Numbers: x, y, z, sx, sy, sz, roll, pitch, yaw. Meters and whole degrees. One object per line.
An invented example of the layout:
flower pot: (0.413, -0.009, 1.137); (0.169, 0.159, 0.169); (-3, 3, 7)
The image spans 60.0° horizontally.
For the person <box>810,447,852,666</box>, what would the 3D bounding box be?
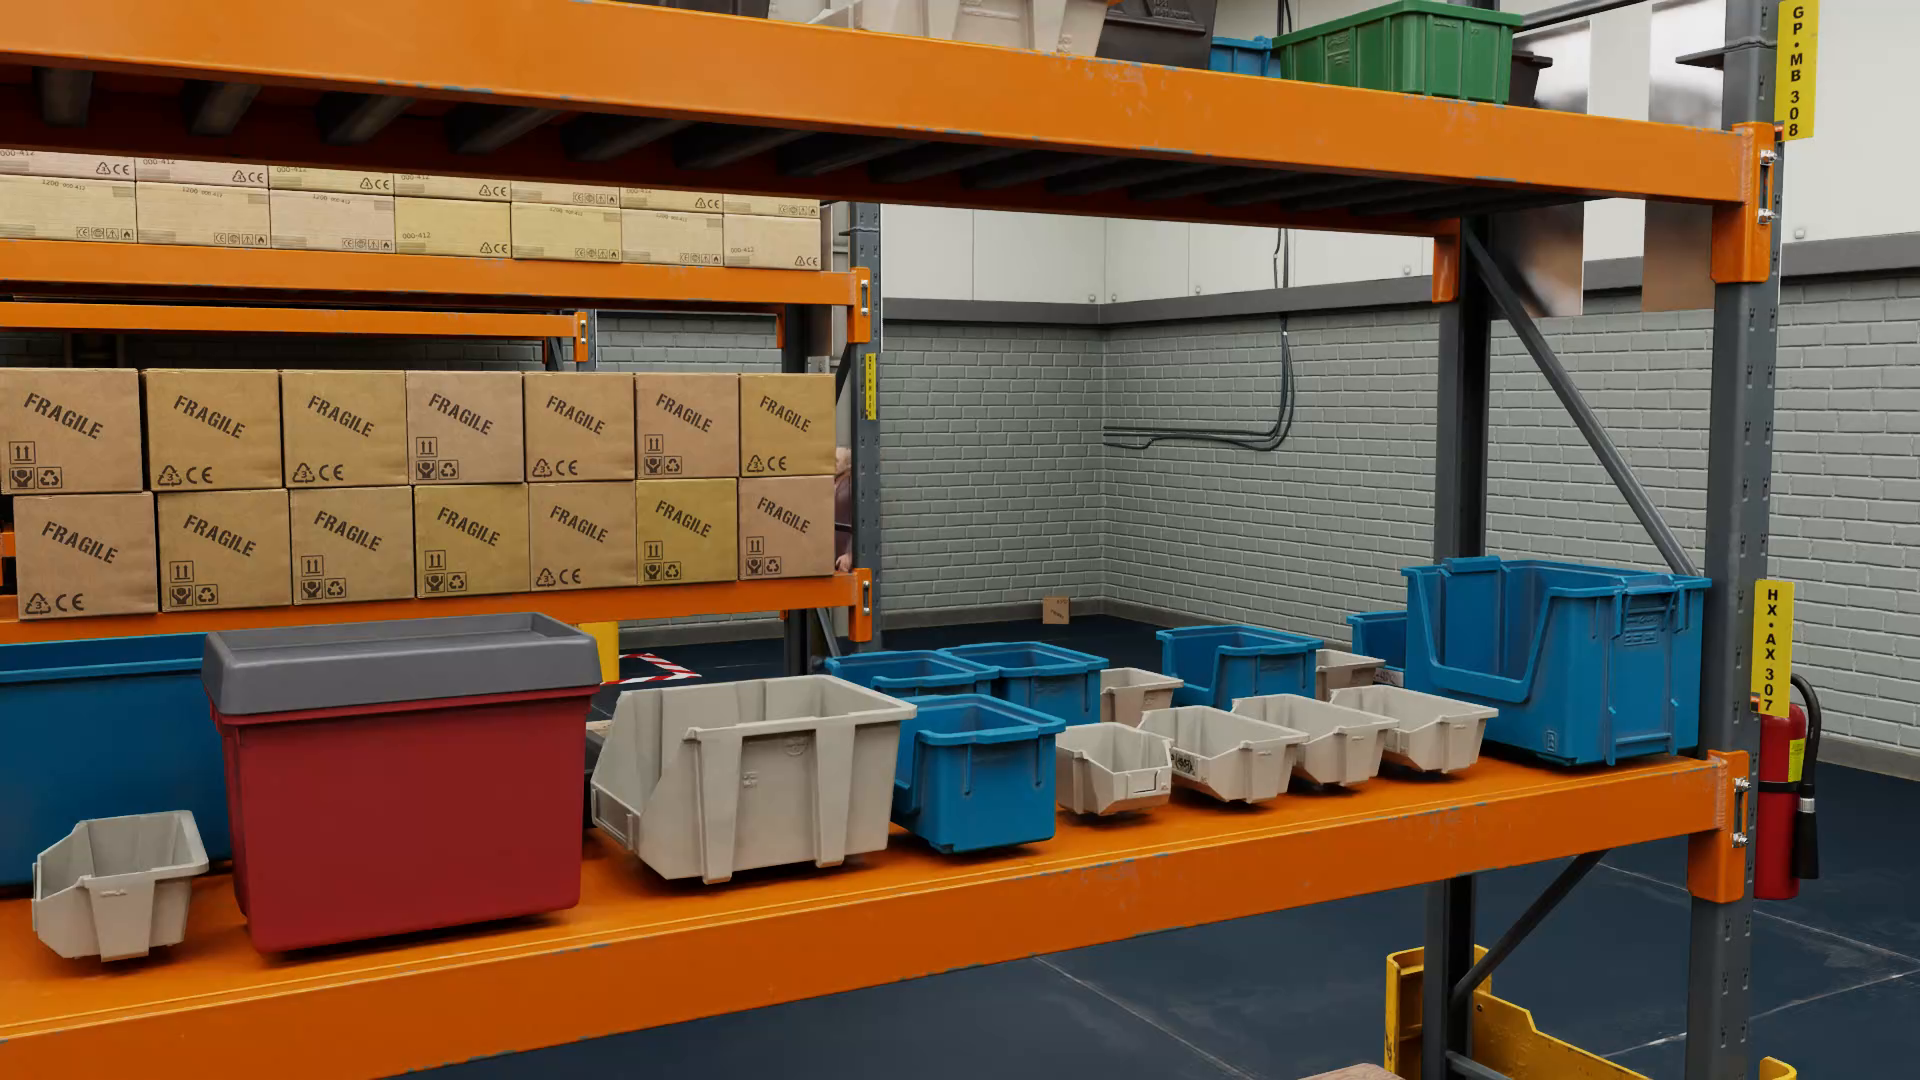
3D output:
person: (-1.004, 0.165, 13.306); (0.644, 1.810, 0.839); (4, 6, 40)
